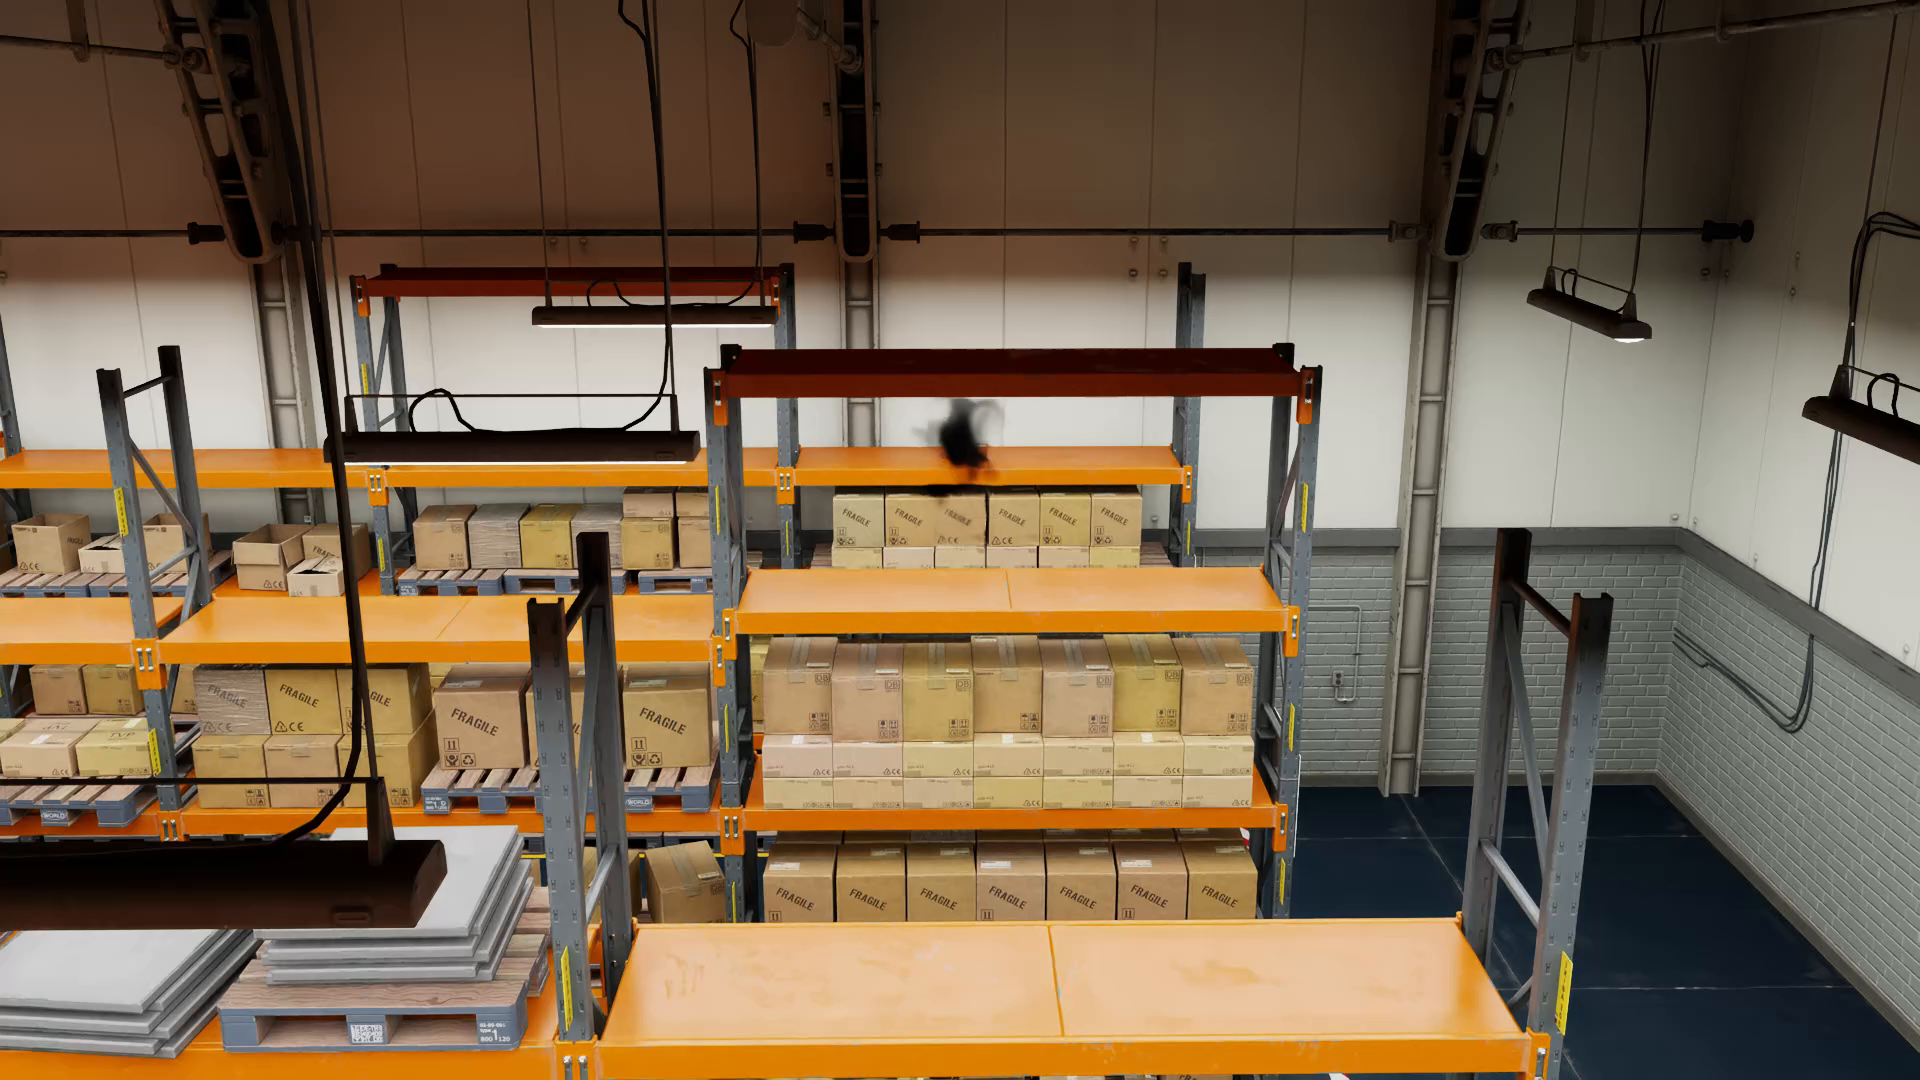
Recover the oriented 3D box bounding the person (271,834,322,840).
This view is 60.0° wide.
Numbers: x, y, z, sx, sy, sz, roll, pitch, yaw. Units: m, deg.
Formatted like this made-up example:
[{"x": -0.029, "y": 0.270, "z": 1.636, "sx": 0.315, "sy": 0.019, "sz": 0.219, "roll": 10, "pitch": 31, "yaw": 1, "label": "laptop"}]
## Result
[{"x": -6.016, "y": 3.090, "z": 15.041, "sx": 0.790, "sy": 1.626, "sz": 0.519, "roll": -4, "pitch": 17, "yaw": -12, "label": "person"}]
